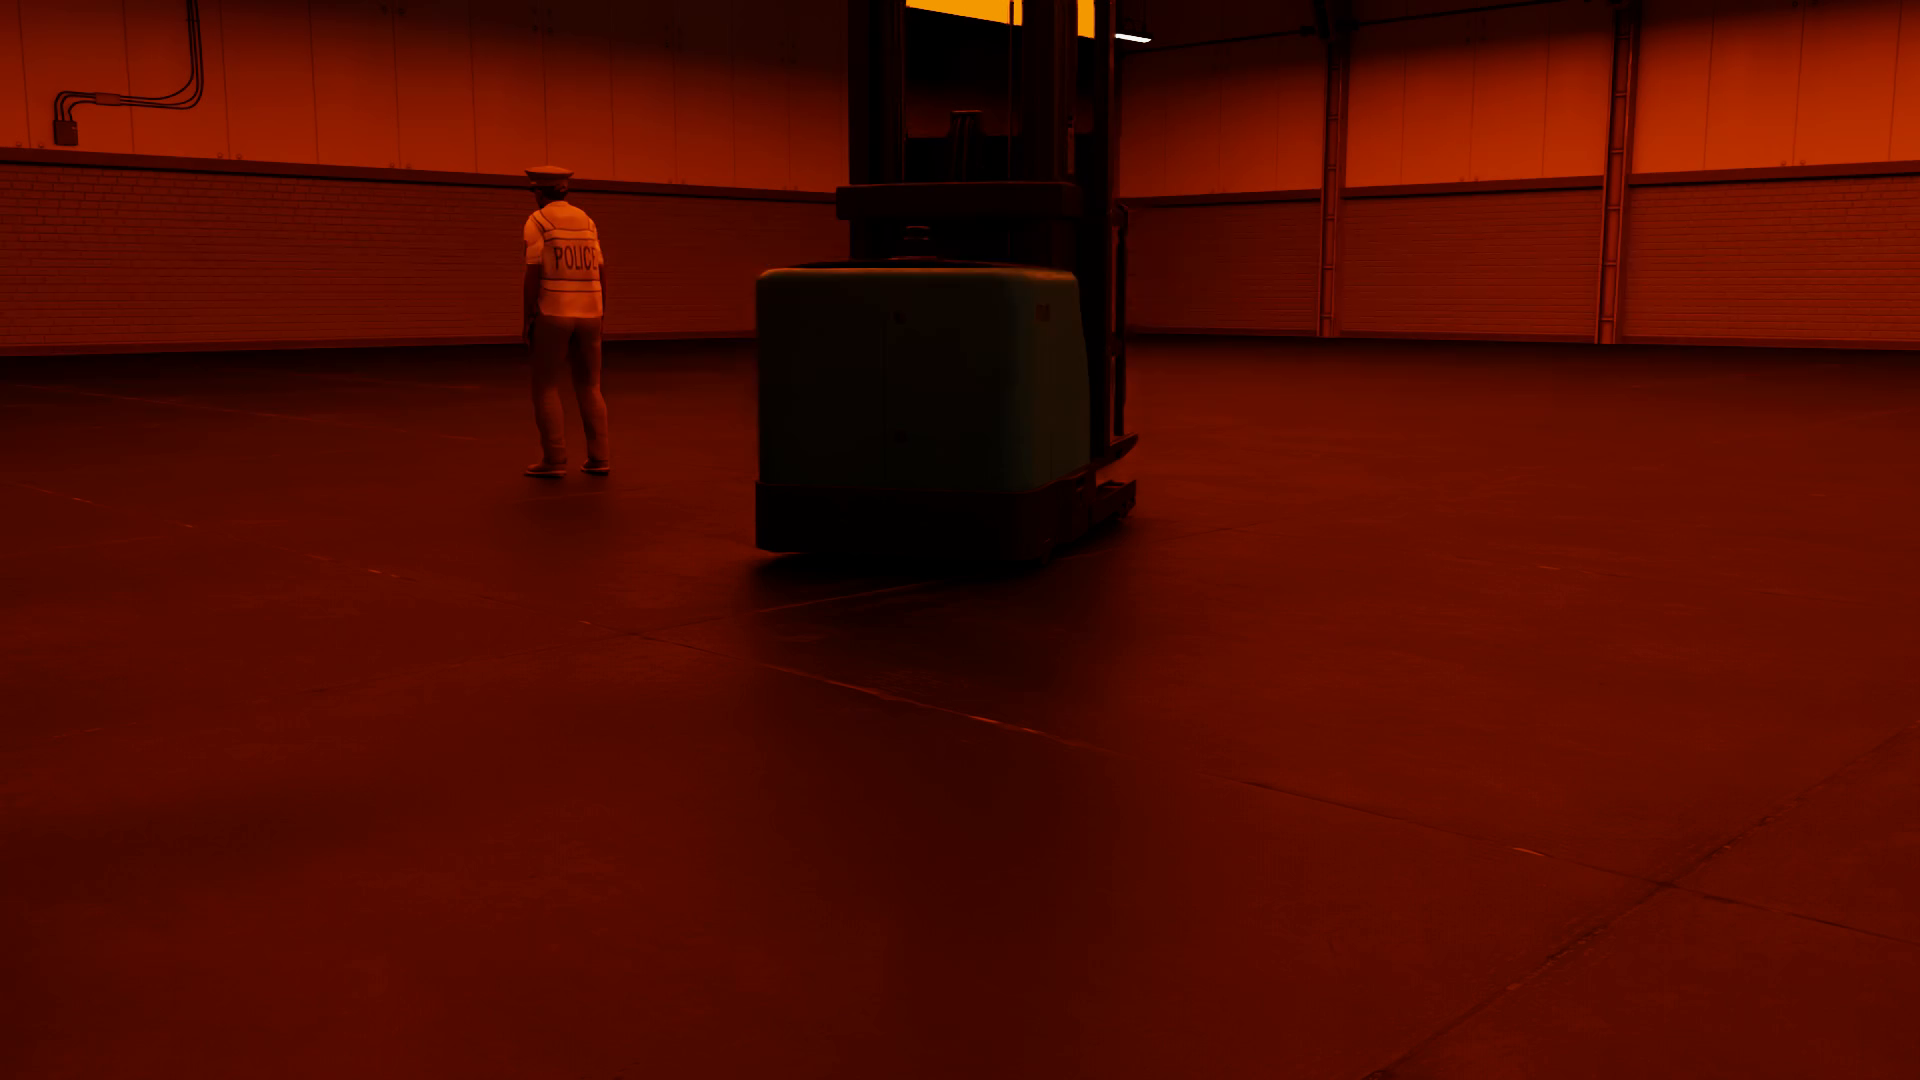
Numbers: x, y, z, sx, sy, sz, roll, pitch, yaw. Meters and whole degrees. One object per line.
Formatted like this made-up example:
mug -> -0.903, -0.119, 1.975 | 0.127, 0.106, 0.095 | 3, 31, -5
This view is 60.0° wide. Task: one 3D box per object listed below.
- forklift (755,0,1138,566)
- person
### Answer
forklift -> 0.158, -1.538, 7.090 | 1.130, 2.935, 3.031 | 2, 9, 16
person -> -2.132, -1.174, 8.964 | 0.505, 1.657, 0.394 | -8, 11, -41
